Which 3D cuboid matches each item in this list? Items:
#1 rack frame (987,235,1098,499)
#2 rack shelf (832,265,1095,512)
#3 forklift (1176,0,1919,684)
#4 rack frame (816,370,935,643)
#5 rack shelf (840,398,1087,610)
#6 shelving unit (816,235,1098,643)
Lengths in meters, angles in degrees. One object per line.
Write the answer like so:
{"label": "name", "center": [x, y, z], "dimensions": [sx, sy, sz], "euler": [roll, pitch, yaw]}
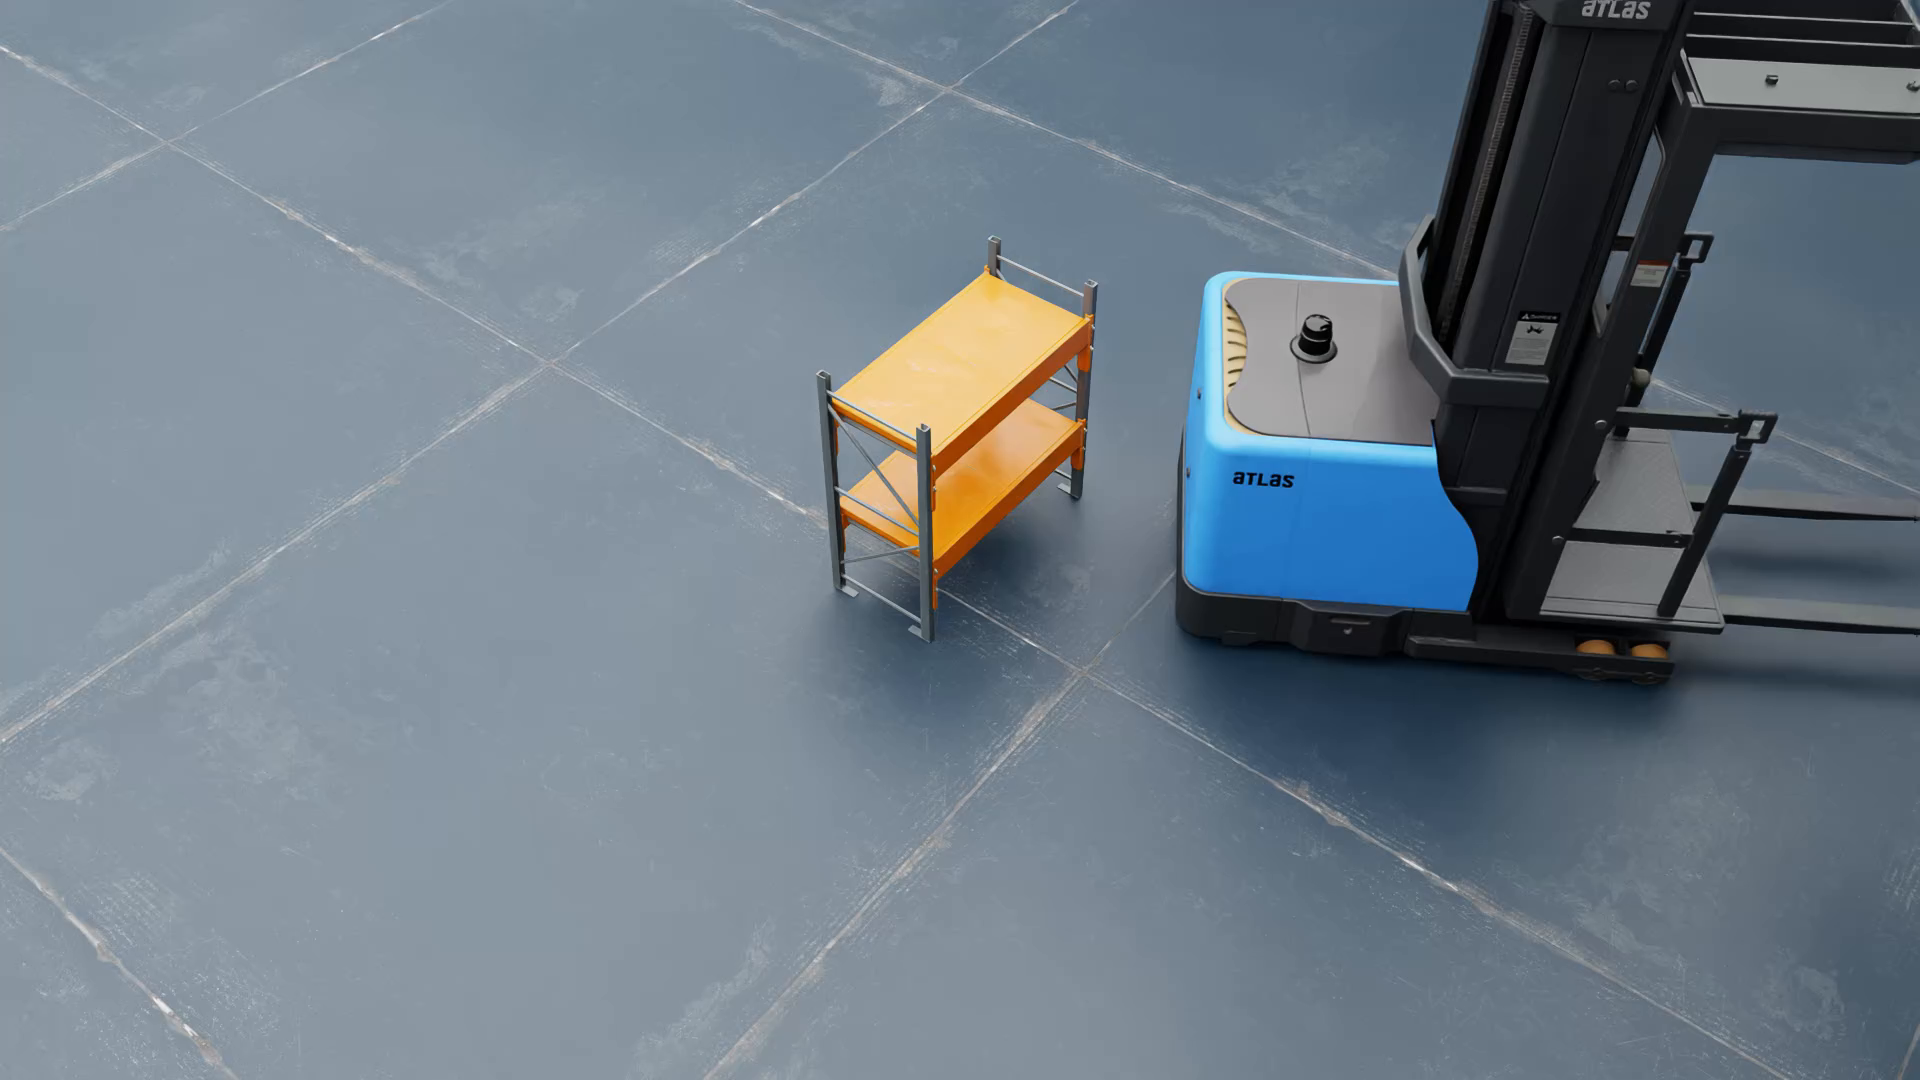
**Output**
{"label": "rack frame", "center": [0.315, -0.683, 6.790], "dimensions": [0.500, 1.125, 0.032], "euler": [29, 53, 25]}
{"label": "rack shelf", "center": [0.004, -0.595, 6.300], "dimensions": [0.538, 0.278, 1.000], "euler": [29, 53, 25]}
{"label": "forklift", "center": [2.397, -0.865, 5.714], "dimensions": [3.031, 2.935, 1.130], "euler": [4, 46, 4]}
{"label": "rack frame", "center": [-0.307, -0.102, 6.234], "dimensions": [0.500, 1.125, 0.032], "euler": [29, 53, 25]}
{"label": "rack shelf", "center": [0.004, -0.224, 6.688], "dimensions": [0.538, 0.278, 1.000], "euler": [29, 53, 25]}
{"label": "shelving unit", "center": [0.004, -0.392, 6.512], "dimensions": [0.538, 1.125, 1.048], "euler": [29, 53, 25]}
